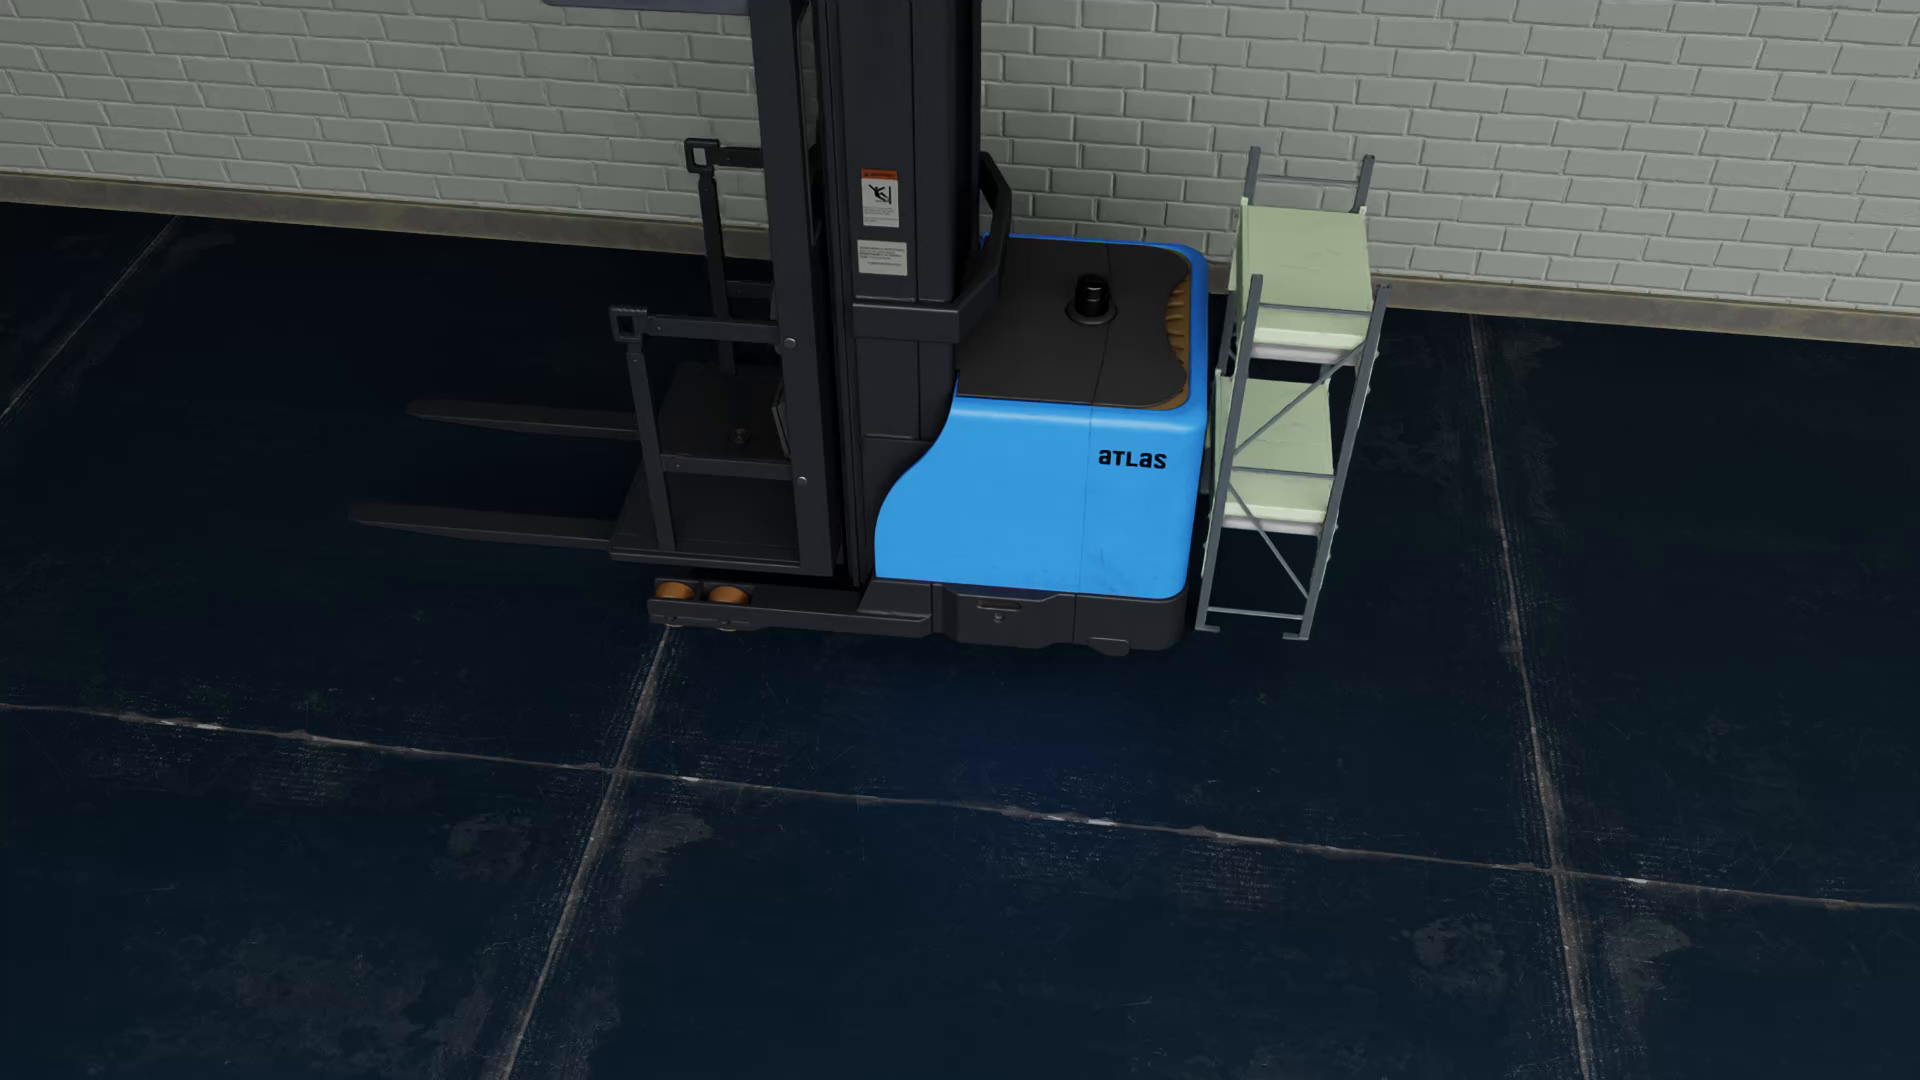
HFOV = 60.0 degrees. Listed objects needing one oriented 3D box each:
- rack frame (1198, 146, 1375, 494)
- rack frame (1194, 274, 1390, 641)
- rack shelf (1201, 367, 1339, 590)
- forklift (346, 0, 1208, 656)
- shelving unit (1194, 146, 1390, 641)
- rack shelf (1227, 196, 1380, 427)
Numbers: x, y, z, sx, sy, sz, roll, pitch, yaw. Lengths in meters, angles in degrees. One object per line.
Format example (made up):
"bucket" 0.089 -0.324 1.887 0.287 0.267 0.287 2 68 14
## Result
"rack frame" 1.131 -0.713 5.907 0.400 1.500 0.023 5 44 4
"rack frame" 1.043 -0.213 5.379 0.400 1.500 0.023 5 44 4
"rack shelf" 1.082 -0.227 5.868 0.431 0.370 0.720 5 44 4
"forklift" -0.680 -1.096 5.276 3.031 2.935 1.130 4 44 5
"shelving unit" 1.087 -0.463 5.643 0.431 1.500 0.755 5 44 4
"rack shelf" 1.093 -0.746 5.374 0.431 0.370 0.720 5 44 4
